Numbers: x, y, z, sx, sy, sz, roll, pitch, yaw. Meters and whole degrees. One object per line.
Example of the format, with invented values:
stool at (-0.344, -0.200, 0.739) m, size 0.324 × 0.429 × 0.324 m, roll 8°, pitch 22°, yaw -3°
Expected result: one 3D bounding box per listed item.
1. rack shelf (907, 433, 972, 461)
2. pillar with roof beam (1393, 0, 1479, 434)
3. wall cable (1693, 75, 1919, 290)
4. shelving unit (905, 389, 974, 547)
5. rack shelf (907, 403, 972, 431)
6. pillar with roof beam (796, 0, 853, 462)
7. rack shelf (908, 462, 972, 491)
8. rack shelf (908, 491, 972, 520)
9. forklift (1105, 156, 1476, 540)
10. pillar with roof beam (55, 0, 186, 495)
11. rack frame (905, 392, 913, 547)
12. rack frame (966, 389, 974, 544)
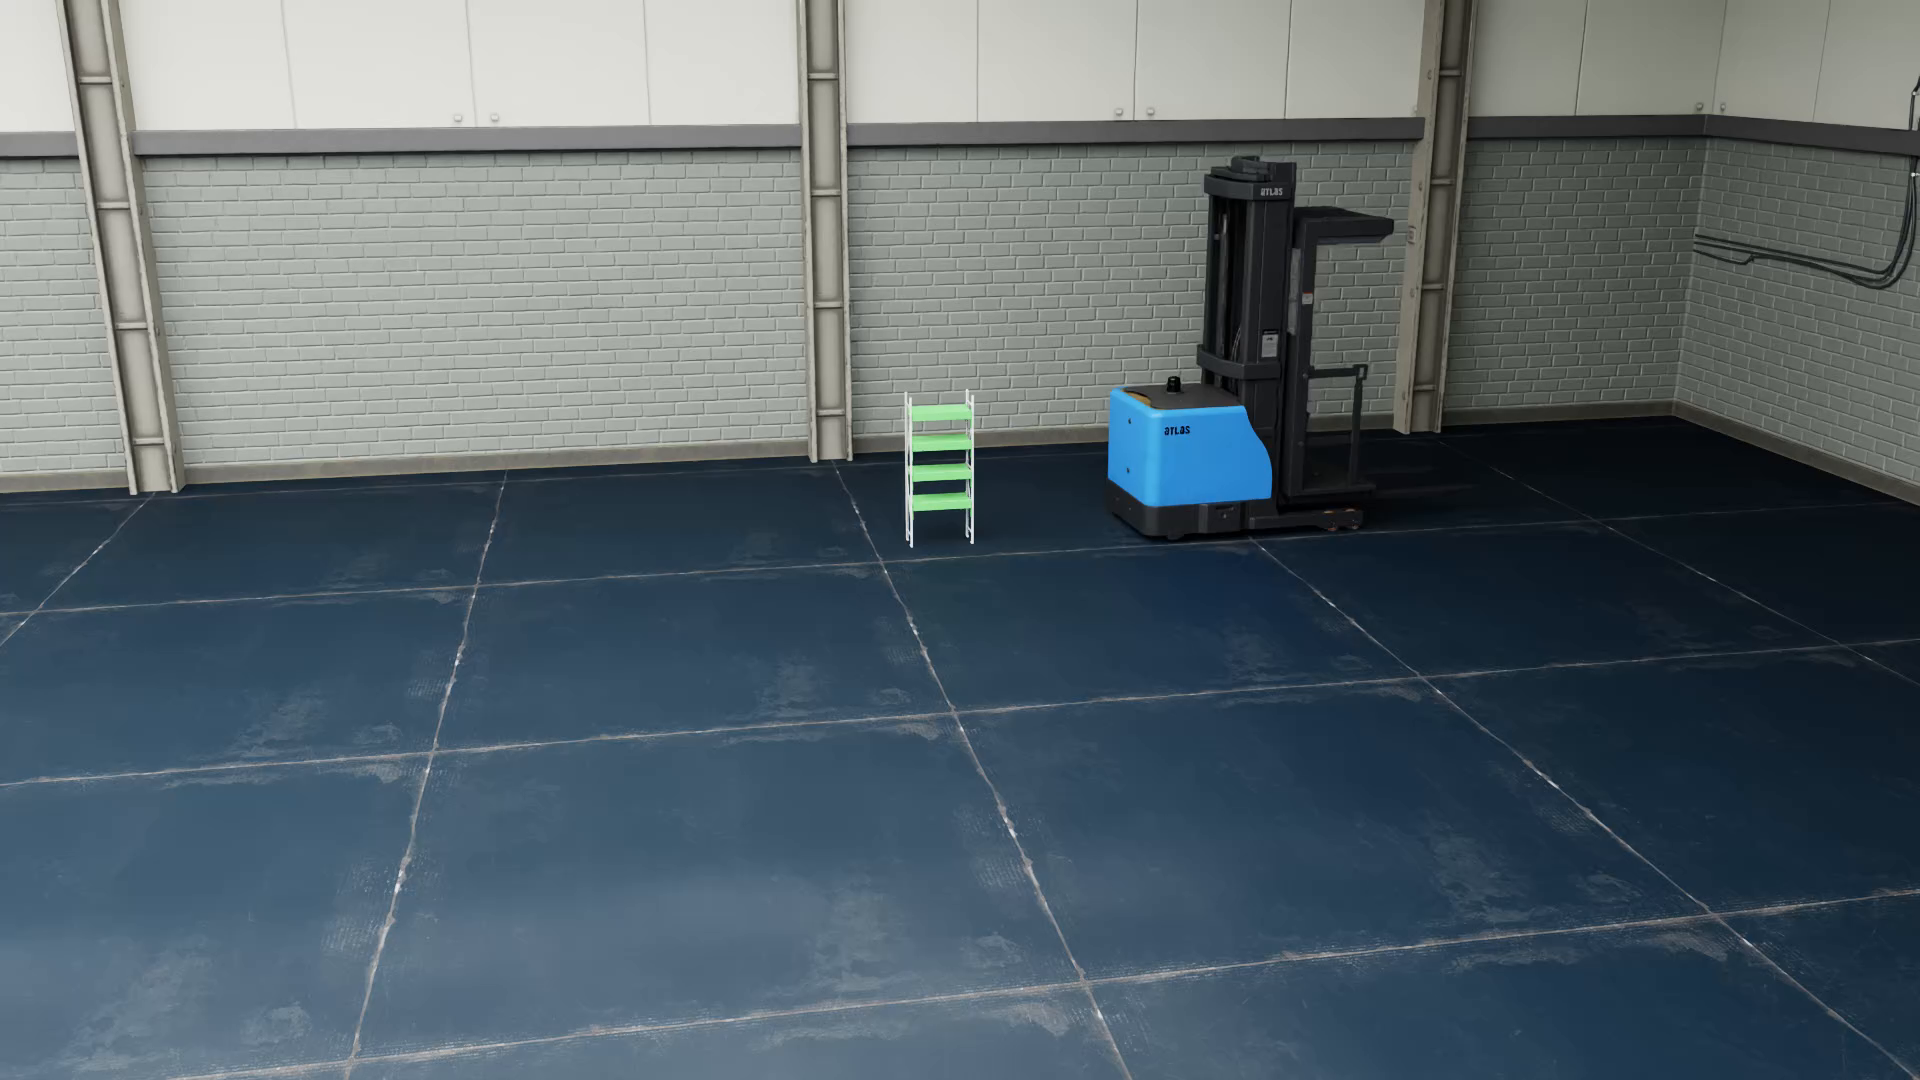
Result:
rack shelf at (-0.163, -0.733, 13.054) m, size 0.480 × 0.148 × 0.258 m, roll -3°, pitch 17°, yaw -10°
pillar with roof beam at (5.472, -4.183, 11.605) m, size 0.400 × 9.000 × 9.100 m, roll -3°, pitch 17°, yaw -10°
wall cable at (7.799, -3.723, 15.394) m, size 0.112 × 2.526 × 3.097 m, roll -3°, pitch 17°, yaw -10°
shelving unit at (-0.163, -0.564, 13.106) m, size 0.503 × 1.200 × 0.258 m, roll -3°, pitch 17°, yaw -10°
rack shelf at (-0.163, -0.962, 12.983) m, size 0.480 × 0.148 × 0.258 m, roll -3°, pitch 17°, yaw -10°
pillar with roof beam at (-0.419, -3.849, 10.517) m, size 0.400 × 9.000 × 9.100 m, roll -3°, pitch 17°, yaw -10°
rack shelf at (-0.163, -0.503, 13.124) m, size 0.480 × 0.148 × 0.258 m, roll -3°, pitch 17°, yaw -10°
rack shelf at (-0.163, -0.274, 13.195) m, size 0.480 × 0.148 × 0.258 m, roll -3°, pitch 17°, yaw -10°
forklift at (2.802, -1.618, 13.587) m, size 3.031 × 2.935 × 1.130 m, roll -5°, pitch 18°, yaw -14°
pillar with roof beam at (-6.310, -3.515, 9.429) m, size 0.400 × 9.000 × 9.100 m, roll -3°, pitch 17°, yaw -10°
rack frame at (-0.402, -0.551, 13.061) m, size 0.015 × 1.200 × 0.240 m, roll -3°, pitch 17°, yaw -10°
rack frame at (0.077, -0.578, 13.150) m, size 0.015 × 1.200 × 0.240 m, roll -3°, pitch 17°, yaw -10°
